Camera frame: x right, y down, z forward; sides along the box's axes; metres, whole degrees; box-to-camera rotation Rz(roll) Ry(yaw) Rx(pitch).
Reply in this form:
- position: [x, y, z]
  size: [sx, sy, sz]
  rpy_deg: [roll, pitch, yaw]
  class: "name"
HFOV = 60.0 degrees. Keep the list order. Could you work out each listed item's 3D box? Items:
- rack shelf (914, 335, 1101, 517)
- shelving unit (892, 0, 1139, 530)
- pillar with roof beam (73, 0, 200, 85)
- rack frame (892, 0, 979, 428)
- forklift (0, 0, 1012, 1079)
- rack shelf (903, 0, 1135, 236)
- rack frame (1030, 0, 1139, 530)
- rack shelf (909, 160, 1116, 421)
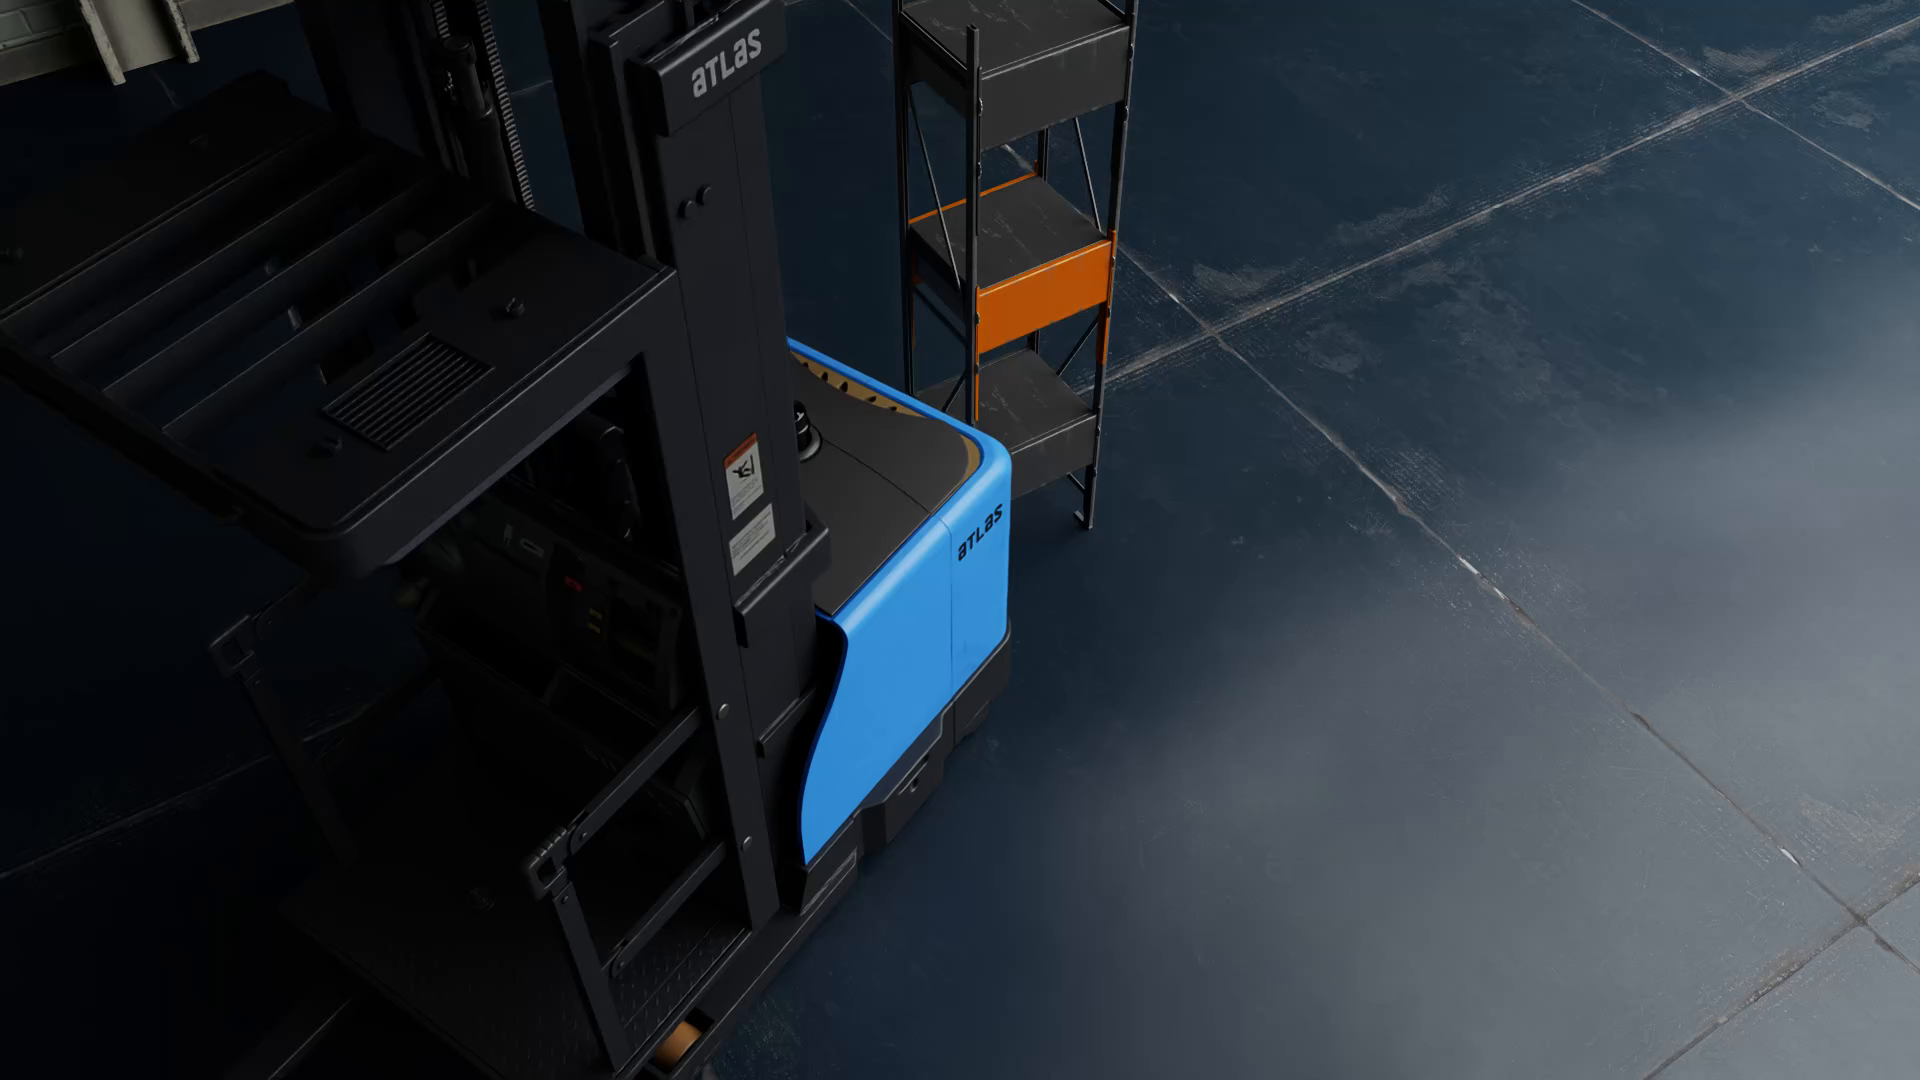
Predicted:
- position: [0.140, -0.290, 5.558]
  size: [0.480, 0.518, 0.431]
  rpy_deg: [-25, 53, -21]
  class: "rack shelf"
- position: [0.140, -0.764, 5.025]
  size: [0.503, 2.100, 0.431]
  rpy_deg: [-25, 53, -21]
  class: "shelving unit"
- position: [-1.487, -2.525, 1.973]
  size: [0.400, 9.000, 9.100]
  rpy_deg: [-25, 53, -21]
  class: "pillar with roof beam"
- position: [-0.066, -0.667, 4.938]
  size: [0.015, 2.100, 0.400]
  rpy_deg: [-25, 53, -21]
  class: "rack frame"
- position: [-1.101, 0.179, 3.628]
  size: [1.130, 2.935, 3.031]
  rpy_deg: [28, 54, 22]
  class: "forklift"
- position: [0.140, -1.221, 4.512]
  size: [0.480, 0.518, 0.431]
  rpy_deg: [-25, 53, -21]
  class: "rack shelf"
- position: [0.346, -0.861, 5.111]
  size: [0.015, 2.100, 0.400]
  rpy_deg: [-25, 53, -21]
  class: "rack frame"
- position: [0.140, -0.755, 5.035]
  size: [0.480, 0.518, 0.431]
  rpy_deg: [-25, 53, -21]
  class: "rack shelf"
